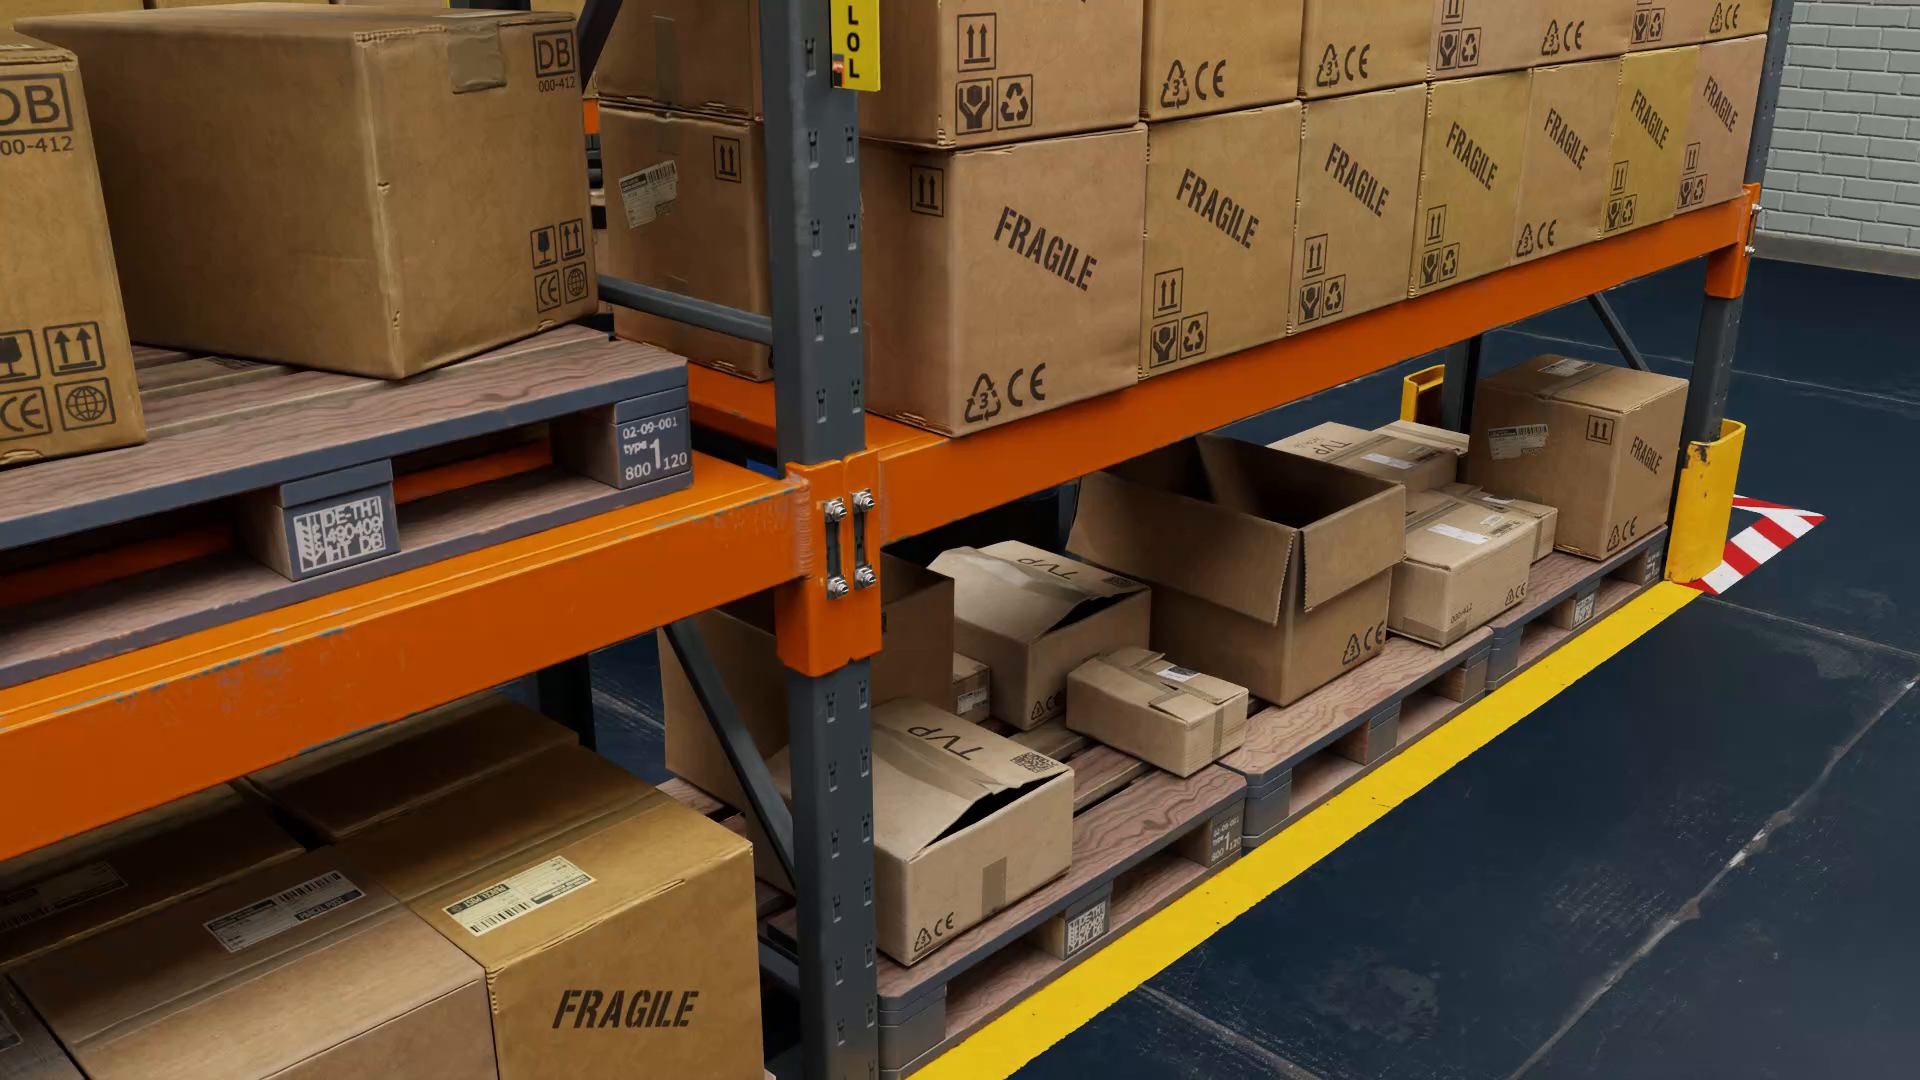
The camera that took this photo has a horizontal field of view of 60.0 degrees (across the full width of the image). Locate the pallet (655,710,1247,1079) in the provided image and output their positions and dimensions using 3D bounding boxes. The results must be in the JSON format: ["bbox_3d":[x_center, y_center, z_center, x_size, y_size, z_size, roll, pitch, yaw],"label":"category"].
[{"bbox_3d":[-0.075,0.702,3.955,1.003,0.211,1.213,19,28,41],"label":"pallet"}]

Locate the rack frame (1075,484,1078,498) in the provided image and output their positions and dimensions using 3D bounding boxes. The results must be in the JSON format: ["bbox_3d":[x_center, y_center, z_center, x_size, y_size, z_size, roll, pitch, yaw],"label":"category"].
[{"bbox_3d":[0.461,-0.447,5.982,0.006,0.900,0.240,-5,22,-12],"label":"rack frame"}]

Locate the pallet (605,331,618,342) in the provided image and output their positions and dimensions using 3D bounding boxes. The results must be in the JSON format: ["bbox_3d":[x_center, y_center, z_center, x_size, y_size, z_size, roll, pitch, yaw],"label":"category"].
[{"bbox_3d":[-1.818,-1.164,8.809,1.003,0.211,1.213,19,28,41],"label":"pallet"}]

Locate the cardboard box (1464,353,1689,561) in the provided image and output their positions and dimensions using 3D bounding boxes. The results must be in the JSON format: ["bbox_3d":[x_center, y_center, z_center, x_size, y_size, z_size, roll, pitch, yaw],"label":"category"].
[{"bbox_3d":[2.032,-0.289,5.517,0.500,0.500,0.500,19,28,41],"label":"cardboard box"}]

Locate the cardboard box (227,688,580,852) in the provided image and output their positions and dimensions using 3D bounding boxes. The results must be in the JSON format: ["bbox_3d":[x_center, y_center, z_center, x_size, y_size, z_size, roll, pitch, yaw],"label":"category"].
[{"bbox_3d":[-1.067,0.601,3.201,0.500,0.500,0.500,18,27,38],"label":"cardboard box"}]

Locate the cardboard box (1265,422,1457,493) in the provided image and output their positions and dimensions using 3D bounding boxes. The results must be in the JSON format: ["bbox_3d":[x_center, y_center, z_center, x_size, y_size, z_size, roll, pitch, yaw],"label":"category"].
[{"bbox_3d":[1.304,-0.177,5.573,0.500,0.250,0.500,19,28,41],"label":"cardboard box"}]

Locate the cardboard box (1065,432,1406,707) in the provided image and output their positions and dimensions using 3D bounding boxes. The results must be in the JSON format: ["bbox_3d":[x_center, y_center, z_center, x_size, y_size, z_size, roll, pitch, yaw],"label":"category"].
[{"bbox_3d":[0.752,0.052,4.625,0.797,0.503,0.637,19,28,41],"label":"cardboard box"}]

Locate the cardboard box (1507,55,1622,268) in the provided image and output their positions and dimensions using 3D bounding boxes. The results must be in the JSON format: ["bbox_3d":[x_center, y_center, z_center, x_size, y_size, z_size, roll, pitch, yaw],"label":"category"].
[{"bbox_3d":[1.406,-1.054,4.497,0.500,0.500,0.500,20,28,41],"label":"cardboard box"}]

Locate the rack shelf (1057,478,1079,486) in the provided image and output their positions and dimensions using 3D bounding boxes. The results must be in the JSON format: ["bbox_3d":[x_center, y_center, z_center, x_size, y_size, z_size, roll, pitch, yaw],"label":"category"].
[{"bbox_3d":[0.362,-0.239,6.037,0.200,0.077,0.258,-5,22,-12],"label":"rack shelf"}]

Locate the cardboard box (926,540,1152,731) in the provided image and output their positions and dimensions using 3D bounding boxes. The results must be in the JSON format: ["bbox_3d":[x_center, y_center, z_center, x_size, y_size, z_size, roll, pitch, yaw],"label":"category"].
[{"bbox_3d":[0.162,0.216,4.467,0.500,0.311,0.500,19,28,41],"label":"cardboard box"}]

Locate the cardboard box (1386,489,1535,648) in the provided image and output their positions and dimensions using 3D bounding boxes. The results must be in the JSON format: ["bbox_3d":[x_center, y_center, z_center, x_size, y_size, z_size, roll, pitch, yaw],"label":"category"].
[{"bbox_3d":[1.348,0.064,4.946,0.500,0.250,0.500,19,28,41],"label":"cardboard box"}]

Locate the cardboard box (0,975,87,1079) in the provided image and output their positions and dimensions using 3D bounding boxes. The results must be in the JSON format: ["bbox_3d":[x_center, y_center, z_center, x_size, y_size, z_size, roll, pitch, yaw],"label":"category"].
[{"bbox_3d":[-1.395,0.990,2.189,0.500,0.500,0.500,20,29,41],"label":"cardboard box"}]

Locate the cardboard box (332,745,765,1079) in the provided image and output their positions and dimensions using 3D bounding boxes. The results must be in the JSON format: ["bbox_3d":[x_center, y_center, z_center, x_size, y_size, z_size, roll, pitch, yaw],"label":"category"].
[{"bbox_3d":[-0.694,0.736,2.849,0.500,0.500,0.500,19,28,40],"label":"cardboard box"}]

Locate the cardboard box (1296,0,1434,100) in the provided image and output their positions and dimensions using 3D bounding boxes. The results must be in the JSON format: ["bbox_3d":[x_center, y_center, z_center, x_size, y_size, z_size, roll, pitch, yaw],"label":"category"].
[{"bbox_3d":[0.694,-1.253,3.620,0.500,0.500,0.500,18,28,39],"label":"cardboard box"}]

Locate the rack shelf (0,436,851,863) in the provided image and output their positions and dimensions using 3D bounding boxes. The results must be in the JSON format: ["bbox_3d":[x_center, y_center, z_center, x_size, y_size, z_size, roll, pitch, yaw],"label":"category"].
[{"bbox_3d":[-1.950,0.426,1.788,1.077,0.370,4.000,19,28,41],"label":"rack shelf"}]

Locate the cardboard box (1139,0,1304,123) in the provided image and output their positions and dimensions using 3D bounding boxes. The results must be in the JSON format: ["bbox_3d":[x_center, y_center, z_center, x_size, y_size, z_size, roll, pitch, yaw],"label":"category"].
[{"bbox_3d":[0.335,-1.121,3.276,0.500,0.500,0.500,18,28,39],"label":"cardboard box"}]

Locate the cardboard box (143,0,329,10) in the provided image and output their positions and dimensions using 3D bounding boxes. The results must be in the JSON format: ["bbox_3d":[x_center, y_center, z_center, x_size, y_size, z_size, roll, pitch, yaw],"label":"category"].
[{"bbox_3d":[-3.204,-2.124,7.003,0.980,0.700,0.700,18,28,39],"label":"cardboard box"}]

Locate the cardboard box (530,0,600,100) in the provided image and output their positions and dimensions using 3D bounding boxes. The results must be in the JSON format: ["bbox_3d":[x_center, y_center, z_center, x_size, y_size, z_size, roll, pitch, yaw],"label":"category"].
[{"bbox_3d":[-2.165,-2.508,7.999,0.980,0.700,0.700,19,28,40],"label":"cardboard box"}]

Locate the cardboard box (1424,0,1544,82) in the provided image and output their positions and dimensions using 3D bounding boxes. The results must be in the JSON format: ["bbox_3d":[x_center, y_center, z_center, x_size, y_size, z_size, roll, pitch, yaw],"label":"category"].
[{"bbox_3d":[1.053,-1.386,3.966,0.500,0.500,0.500,-19,28,-40],"label":"cardboard box"}]

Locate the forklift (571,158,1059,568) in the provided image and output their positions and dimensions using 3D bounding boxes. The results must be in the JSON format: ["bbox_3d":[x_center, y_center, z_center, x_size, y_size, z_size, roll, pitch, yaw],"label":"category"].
[{"bbox_3d":[-1.236,-1.281,5.321,3.031,2.935,1.130,-5,22,-12],"label":"forklift"}]

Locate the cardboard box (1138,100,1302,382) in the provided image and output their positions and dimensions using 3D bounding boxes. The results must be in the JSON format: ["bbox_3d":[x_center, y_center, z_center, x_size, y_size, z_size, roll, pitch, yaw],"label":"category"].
[{"bbox_3d":[0.350,-0.666,3.486,0.500,0.500,0.500,-20,28,-41],"label":"cardboard box"}]

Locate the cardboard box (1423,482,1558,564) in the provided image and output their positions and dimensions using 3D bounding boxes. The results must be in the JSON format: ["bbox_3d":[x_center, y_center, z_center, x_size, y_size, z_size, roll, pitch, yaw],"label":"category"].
[{"bbox_3d":[1.685,-0.052,5.365,0.380,0.166,0.250,19,28,41],"label":"cardboard box"}]

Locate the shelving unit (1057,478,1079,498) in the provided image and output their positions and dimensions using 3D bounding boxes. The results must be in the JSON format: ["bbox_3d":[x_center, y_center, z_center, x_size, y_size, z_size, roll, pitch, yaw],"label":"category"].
[{"bbox_3d":[0.362,-0.438,5.961,0.210,0.900,0.258,-5,22,-12],"label":"shelving unit"}]

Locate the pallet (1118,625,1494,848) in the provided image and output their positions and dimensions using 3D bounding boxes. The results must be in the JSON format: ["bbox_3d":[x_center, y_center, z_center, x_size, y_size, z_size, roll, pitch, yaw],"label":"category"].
[{"bbox_3d":[0.776,0.386,4.775,1.003,0.211,1.213,19,28,41],"label":"pallet"}]

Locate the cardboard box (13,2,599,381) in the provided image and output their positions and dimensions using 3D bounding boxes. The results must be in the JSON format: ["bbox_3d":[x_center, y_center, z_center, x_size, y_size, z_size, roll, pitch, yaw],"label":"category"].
[{"bbox_3d":[-1.046,-0.601,2.732,0.700,0.500,0.500,9,23,23],"label":"cardboard box"}]

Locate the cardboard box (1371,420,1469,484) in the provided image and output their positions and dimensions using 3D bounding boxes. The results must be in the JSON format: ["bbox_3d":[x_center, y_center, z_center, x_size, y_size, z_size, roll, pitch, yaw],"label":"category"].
[{"bbox_3d":[1.697,-0.305,6.048,0.380,0.149,0.250,19,28,41],"label":"cardboard box"}]

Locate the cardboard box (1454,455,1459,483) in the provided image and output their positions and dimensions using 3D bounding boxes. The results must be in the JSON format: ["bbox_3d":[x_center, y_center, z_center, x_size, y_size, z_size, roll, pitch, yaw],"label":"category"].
[{"bbox_3d":[1.522,-0.249,5.877,0.380,0.166,0.250,19,28,41],"label":"cardboard box"}]

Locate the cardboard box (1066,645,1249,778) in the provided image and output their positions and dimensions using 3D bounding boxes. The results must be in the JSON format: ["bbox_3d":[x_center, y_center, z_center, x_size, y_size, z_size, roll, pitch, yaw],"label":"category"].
[{"bbox_3d":[0.489,0.415,4.151,0.380,0.166,0.250,19,28,41],"label":"cardboard box"}]

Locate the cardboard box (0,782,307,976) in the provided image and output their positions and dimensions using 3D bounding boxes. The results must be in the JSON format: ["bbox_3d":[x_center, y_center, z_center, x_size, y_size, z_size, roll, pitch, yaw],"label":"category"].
[{"bbox_3d":[-1.431,0.741,2.837,0.500,0.500,0.500,-20,28,-41],"label":"cardboard box"}]

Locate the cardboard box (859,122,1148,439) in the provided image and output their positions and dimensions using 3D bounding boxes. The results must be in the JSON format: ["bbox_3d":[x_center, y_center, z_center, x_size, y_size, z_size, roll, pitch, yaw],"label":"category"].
[{"bbox_3d":[-0.004,-0.533,3.142,0.500,0.500,0.500,-19,28,-41],"label":"cardboard box"}]

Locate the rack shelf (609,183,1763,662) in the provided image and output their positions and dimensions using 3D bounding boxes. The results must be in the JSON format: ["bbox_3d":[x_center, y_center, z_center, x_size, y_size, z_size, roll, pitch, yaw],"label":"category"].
[{"bbox_3d":[0.840,-0.602,4.463,1.077,0.370,4.000,19,28,41],"label":"rack shelf"}]

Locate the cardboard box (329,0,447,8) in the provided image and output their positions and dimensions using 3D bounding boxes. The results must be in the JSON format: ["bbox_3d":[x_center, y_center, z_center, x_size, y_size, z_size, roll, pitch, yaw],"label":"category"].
[{"bbox_3d":[-2.703,-2.314,7.496,0.980,0.700,0.700,18,27,38],"label":"cardboard box"}]

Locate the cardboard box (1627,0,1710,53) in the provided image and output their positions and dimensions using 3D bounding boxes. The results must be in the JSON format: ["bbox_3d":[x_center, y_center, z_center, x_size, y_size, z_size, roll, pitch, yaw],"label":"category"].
[{"bbox_3d":[1.770,-1.652,4.659,0.500,0.500,0.500,-19,28,-41],"label":"cardboard box"}]

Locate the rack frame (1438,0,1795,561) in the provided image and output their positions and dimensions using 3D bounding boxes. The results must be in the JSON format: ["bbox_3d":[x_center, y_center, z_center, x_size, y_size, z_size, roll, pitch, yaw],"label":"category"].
[{"bbox_3d":[2.235,-1.452,5.672,1.000,3.000,0.127,19,28,41],"label":"rack frame"}]

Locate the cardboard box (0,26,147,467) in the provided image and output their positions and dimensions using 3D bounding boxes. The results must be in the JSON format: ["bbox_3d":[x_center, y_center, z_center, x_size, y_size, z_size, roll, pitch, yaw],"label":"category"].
[{"bbox_3d":[-1.480,-0.408,2.231,0.500,0.500,0.700,-15,26,-34],"label":"cardboard box"}]

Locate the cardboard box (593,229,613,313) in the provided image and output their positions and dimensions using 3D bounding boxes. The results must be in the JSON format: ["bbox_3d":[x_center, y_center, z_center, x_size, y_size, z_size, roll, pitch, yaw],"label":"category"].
[{"bbox_3d":[-2.082,-1.387,8.400,0.700,0.500,0.500,19,28,40],"label":"cardboard box"}]

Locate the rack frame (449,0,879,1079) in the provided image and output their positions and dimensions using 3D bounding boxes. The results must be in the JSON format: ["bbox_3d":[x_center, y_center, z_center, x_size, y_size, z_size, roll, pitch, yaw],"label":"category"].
[{"bbox_3d":[-0.555,-0.424,2.996,1.000,3.000,0.127,19,28,41],"label":"rack frame"}]

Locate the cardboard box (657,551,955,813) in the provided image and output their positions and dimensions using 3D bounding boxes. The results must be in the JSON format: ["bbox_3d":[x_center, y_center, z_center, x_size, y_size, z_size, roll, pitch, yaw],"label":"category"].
[{"bbox_3d":[-0.361,0.320,3.932,0.500,0.500,0.500,19,28,41],"label":"cardboard box"}]

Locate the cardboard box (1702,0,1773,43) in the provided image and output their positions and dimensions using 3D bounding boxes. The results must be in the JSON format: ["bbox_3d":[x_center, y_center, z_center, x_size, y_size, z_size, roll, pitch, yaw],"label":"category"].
[{"bbox_3d":[2.122,-1.782,4.997,0.500,0.500,0.500,19,28,40],"label":"cardboard box"}]

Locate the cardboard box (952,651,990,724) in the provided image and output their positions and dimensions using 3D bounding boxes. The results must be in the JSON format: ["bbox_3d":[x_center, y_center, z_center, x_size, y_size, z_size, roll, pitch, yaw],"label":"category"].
[{"bbox_3d":[-0.142,0.373,4.285,0.380,0.149,0.250,19,28,41],"label":"cardboard box"}]

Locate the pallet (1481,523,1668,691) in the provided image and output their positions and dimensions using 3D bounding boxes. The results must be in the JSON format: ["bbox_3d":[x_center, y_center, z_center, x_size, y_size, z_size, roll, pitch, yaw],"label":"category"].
[{"bbox_3d":[1.627,0.074,5.587,1.003,0.211,1.213,19,28,41],"label":"pallet"}]

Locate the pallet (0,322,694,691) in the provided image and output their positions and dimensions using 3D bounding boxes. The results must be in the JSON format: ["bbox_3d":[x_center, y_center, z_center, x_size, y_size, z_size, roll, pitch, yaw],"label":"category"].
[{"bbox_3d":[-1.191,-0.156,2.567,1.003,0.211,1.213,19,28,41],"label":"pallet"}]

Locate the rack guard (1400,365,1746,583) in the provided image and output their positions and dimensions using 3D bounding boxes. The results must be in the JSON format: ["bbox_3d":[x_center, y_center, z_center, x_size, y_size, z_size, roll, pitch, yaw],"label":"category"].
[{"bbox_3d":[2.182,-0.266,6.069,1.175,0.500,0.348,19,28,41],"label":"rack guard"}]

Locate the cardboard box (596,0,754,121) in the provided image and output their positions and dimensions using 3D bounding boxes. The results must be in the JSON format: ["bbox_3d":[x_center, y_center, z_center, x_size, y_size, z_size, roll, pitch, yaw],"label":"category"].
[{"bbox_3d":[-0.388,-1.132,3.306,0.500,0.500,0.500,19,28,41],"label":"cardboard box"}]

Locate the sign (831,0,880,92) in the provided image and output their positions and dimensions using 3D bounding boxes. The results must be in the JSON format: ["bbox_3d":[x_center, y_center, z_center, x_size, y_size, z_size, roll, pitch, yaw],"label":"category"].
[{"bbox_3d":[-0.155,-0.826,2.430,0.100,0.325,0.005,19,28,41],"label":"sign"}]

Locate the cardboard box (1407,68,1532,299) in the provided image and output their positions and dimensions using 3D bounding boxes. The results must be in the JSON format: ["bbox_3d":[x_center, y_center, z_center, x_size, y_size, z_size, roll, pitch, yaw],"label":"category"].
[{"bbox_3d":[1.055,-0.925,4.161,0.500,0.500,0.500,19,28,40],"label":"cardboard box"}]

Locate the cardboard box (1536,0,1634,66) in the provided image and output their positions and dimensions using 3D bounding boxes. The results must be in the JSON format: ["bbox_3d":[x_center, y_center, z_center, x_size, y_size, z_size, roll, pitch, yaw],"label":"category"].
[{"bbox_3d":[1.412,-1.518,4.309,0.500,0.500,0.500,-19,28,-41],"label":"cardboard box"}]

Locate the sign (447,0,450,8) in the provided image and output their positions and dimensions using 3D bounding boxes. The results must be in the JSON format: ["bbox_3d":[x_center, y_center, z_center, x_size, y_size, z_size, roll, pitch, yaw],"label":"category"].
[{"bbox_3d":[-0.949,-0.962,3.189,0.100,0.325,0.005,19,28,41],"label":"sign"}]

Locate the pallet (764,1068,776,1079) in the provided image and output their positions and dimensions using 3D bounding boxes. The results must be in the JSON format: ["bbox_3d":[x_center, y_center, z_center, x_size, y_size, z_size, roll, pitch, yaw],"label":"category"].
[{"bbox_3d":[-1.096,1.096,2.928,1.003,0.211,1.213,19,28,41],"label":"pallet"}]

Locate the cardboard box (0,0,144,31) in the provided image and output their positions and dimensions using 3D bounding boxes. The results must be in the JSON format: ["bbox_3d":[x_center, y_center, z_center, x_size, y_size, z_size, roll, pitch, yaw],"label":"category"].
[{"bbox_3d":[-3.717,-1.938,6.518,0.700,0.700,0.980,-20,28,-41],"label":"cardboard box"}]

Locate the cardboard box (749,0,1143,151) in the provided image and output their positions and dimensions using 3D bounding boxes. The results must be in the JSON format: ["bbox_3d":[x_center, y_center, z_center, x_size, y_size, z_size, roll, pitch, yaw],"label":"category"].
[{"bbox_3d":[-0.025,-0.988,2.931,0.500,0.500,0.500,-19,28,-41],"label":"cardboard box"}]

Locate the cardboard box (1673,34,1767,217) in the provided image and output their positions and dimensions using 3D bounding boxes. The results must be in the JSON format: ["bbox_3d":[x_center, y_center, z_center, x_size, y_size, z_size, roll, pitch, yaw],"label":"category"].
[{"bbox_3d":[2.118,-1.315,5.177,0.500,0.500,0.500,-19,28,-40],"label":"cardboard box"}]

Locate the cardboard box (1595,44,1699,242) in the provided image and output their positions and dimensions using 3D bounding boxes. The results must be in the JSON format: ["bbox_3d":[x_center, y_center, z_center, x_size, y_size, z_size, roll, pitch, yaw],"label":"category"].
[{"bbox_3d":[1.758,-1.181,4.828,0.500,0.500,0.500,20,28,41],"label":"cardboard box"}]

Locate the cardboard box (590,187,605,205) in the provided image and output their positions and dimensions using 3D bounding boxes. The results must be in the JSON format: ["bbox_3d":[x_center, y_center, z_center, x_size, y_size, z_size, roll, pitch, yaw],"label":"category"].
[{"bbox_3d":[-1.870,-1.673,8.242,0.250,0.149,0.380,-19,28,-41],"label":"cardboard box"}]

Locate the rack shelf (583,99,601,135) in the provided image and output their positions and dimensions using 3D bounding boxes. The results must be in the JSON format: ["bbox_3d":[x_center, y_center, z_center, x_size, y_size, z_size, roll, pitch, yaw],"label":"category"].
[{"bbox_3d":[-2.712,-1.841,7.686,1.077,0.370,4.000,19,28,41],"label":"rack shelf"}]

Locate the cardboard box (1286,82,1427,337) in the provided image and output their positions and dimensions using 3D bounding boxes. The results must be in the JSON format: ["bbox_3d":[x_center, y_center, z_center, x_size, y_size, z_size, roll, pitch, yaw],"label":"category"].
[{"bbox_3d":[0.701,-0.794,3.820,0.500,0.500,0.500,19,28,40],"label":"cardboard box"}]

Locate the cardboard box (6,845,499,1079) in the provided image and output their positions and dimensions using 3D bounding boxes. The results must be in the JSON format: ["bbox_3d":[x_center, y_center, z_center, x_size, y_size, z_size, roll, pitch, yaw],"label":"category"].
[{"bbox_3d":[-1.045,0.861,2.524,0.500,0.500,0.500,19,28,41],"label":"cardboard box"}]

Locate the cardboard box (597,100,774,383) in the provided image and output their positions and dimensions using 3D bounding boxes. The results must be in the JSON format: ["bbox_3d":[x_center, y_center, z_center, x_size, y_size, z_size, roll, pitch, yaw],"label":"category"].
[{"bbox_3d":[-0.390,-0.663,3.480,0.500,0.500,0.500,-20,28,-41],"label":"cardboard box"}]

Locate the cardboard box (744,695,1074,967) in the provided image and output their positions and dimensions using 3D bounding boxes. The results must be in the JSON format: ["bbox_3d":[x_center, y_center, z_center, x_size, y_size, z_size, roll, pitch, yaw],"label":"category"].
[{"bbox_3d":[-0.107,0.572,3.540,0.500,0.311,0.500,19,28,41],"label":"cardboard box"}]
